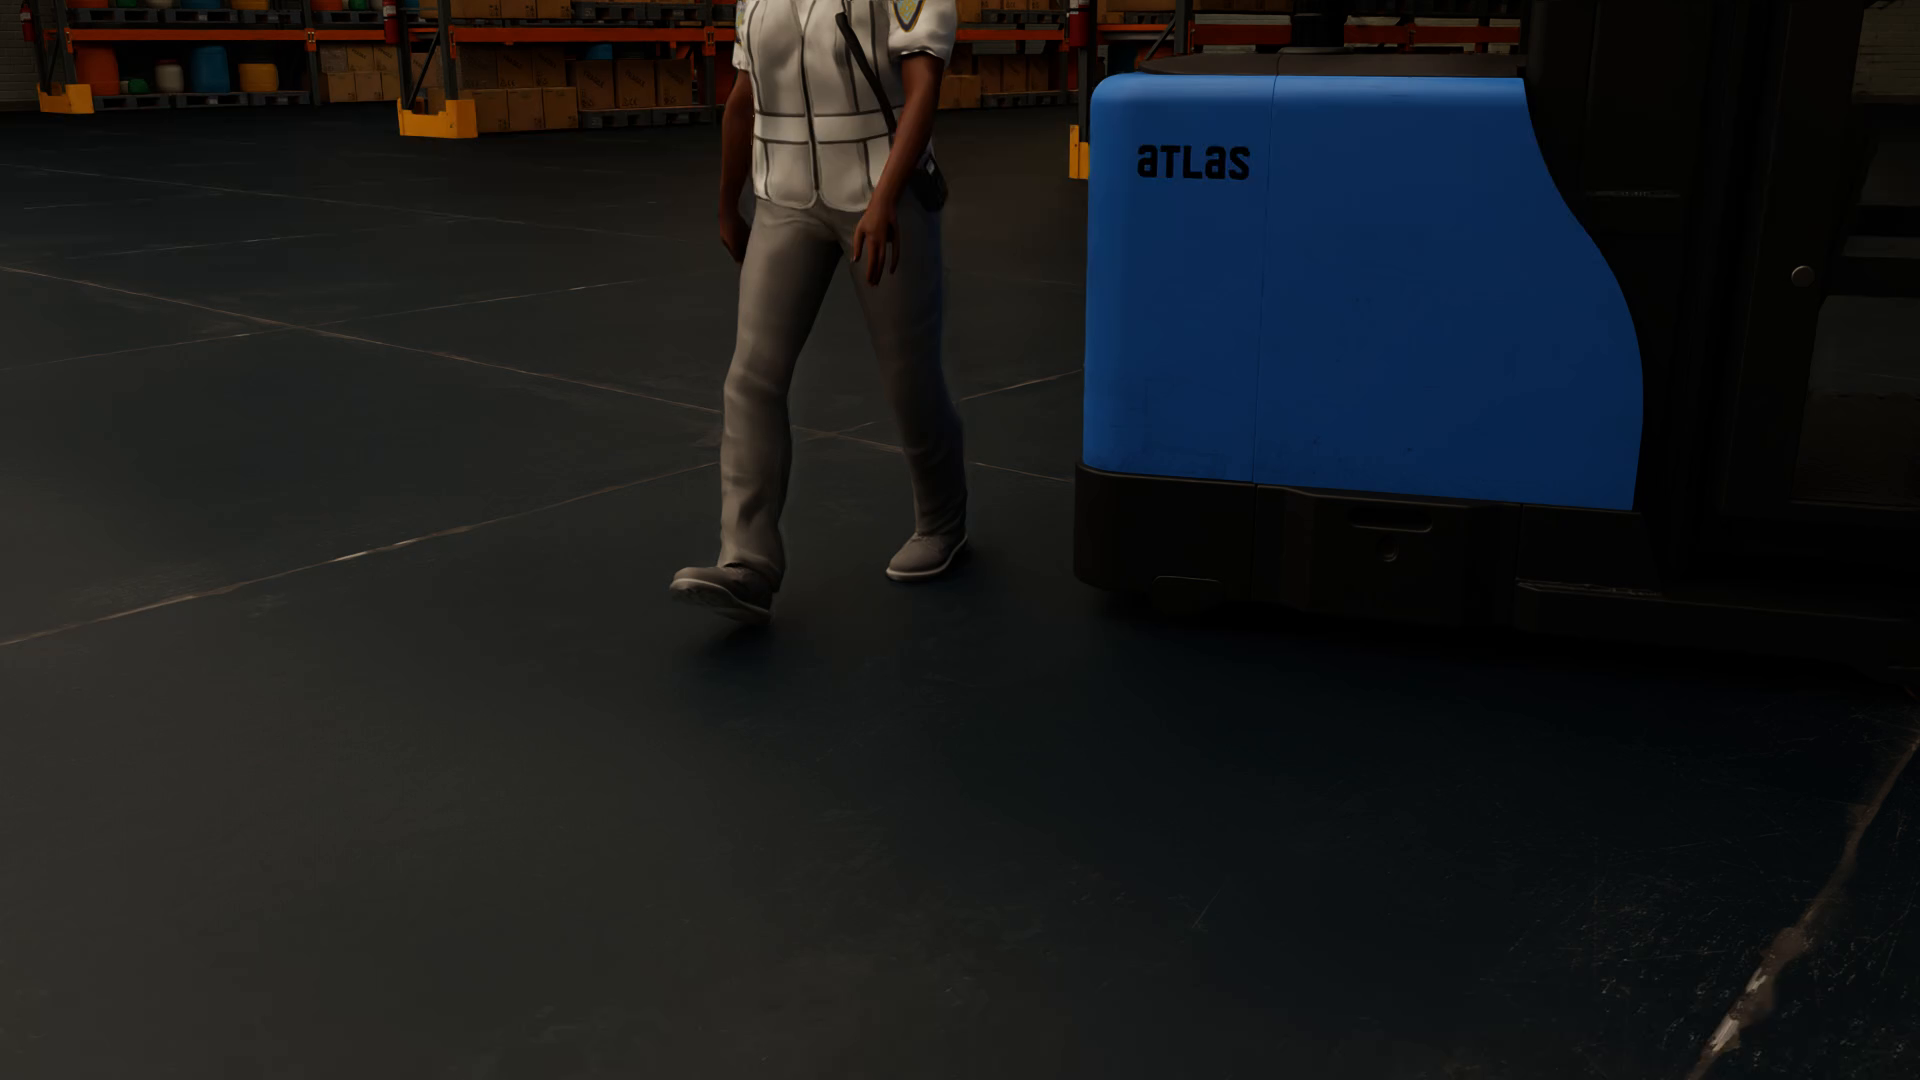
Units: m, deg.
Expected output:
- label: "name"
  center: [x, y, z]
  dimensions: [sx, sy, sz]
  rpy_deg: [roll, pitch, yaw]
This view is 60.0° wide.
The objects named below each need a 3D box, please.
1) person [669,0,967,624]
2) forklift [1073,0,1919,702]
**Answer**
- label: "person"
  center: [-0.306, -0.640, 3.302]
  dimensions: [0.591, 1.604, 0.896]
  rpy_deg: [6, 18, 19]
- label: "forklift"
  center: [1.811, -1.262, 3.052]
  dimensions: [3.031, 2.935, 1.130]
  rpy_deg: [5, 18, 16]
